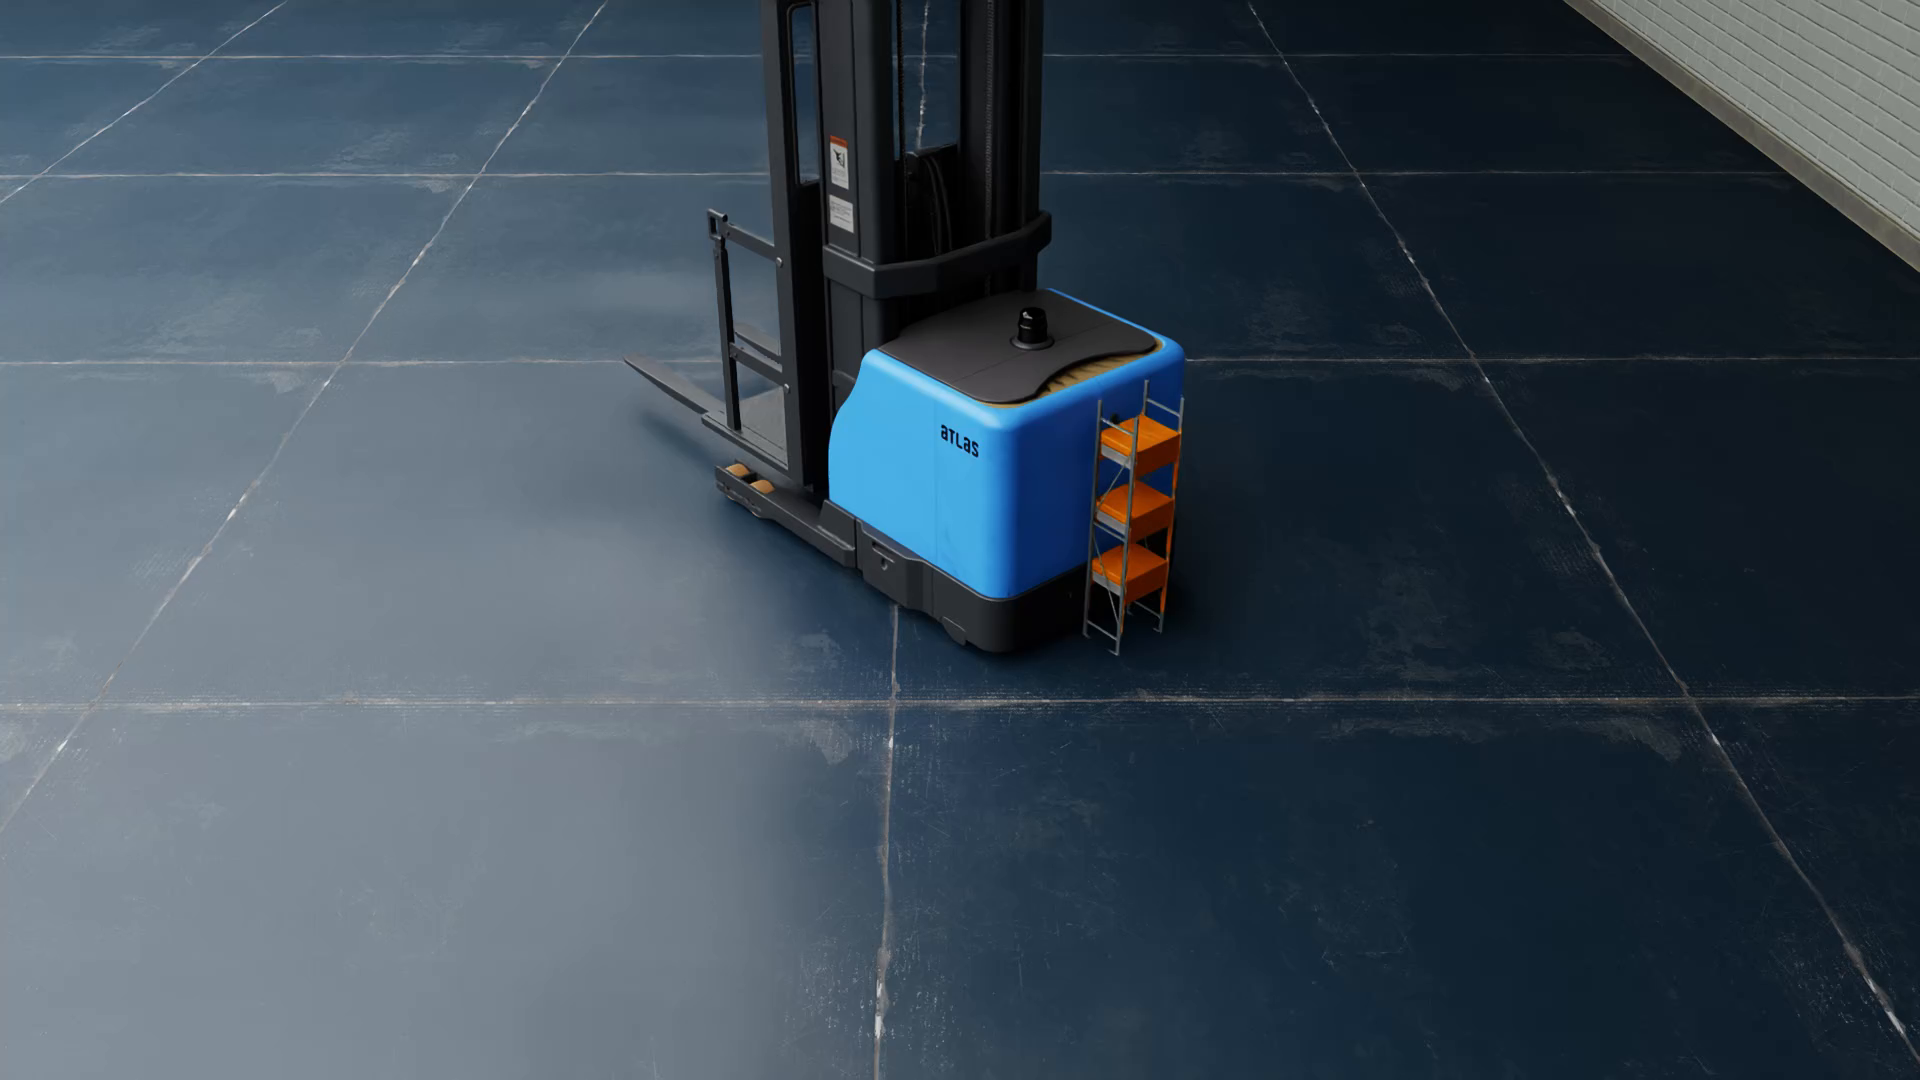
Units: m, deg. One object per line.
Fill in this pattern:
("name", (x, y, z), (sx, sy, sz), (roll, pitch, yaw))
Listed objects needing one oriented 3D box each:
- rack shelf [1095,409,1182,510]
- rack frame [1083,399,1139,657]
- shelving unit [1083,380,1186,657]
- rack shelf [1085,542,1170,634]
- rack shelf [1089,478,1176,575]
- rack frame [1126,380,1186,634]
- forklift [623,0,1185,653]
("rack shelf", (0.660, -0.301, 6.203), (0.240, 0.259, 0.215), (-24, 40, -34))
("rack frame", (0.564, -0.029, 6.281), (0.008, 1.050, 0.200), (-24, 40, -34))
("shelving unit", (0.656, -0.070, 6.349), (0.252, 1.050, 0.215), (-24, 40, -34))
("rack shelf", (0.652, 0.174, 6.503), (0.240, 0.259, 0.215), (-24, 40, -34))
("rack shelf", (0.656, -0.061, 6.354), (0.240, 0.259, 0.215), (-24, 40, -34))
("rack frame", (0.749, -0.112, 6.417), (0.008, 1.050, 0.200), (-24, 40, -34))
("forklift", (-0.453, -1.507, 6.908), (1.130, 2.935, 3.031), (-24, 39, -34))
